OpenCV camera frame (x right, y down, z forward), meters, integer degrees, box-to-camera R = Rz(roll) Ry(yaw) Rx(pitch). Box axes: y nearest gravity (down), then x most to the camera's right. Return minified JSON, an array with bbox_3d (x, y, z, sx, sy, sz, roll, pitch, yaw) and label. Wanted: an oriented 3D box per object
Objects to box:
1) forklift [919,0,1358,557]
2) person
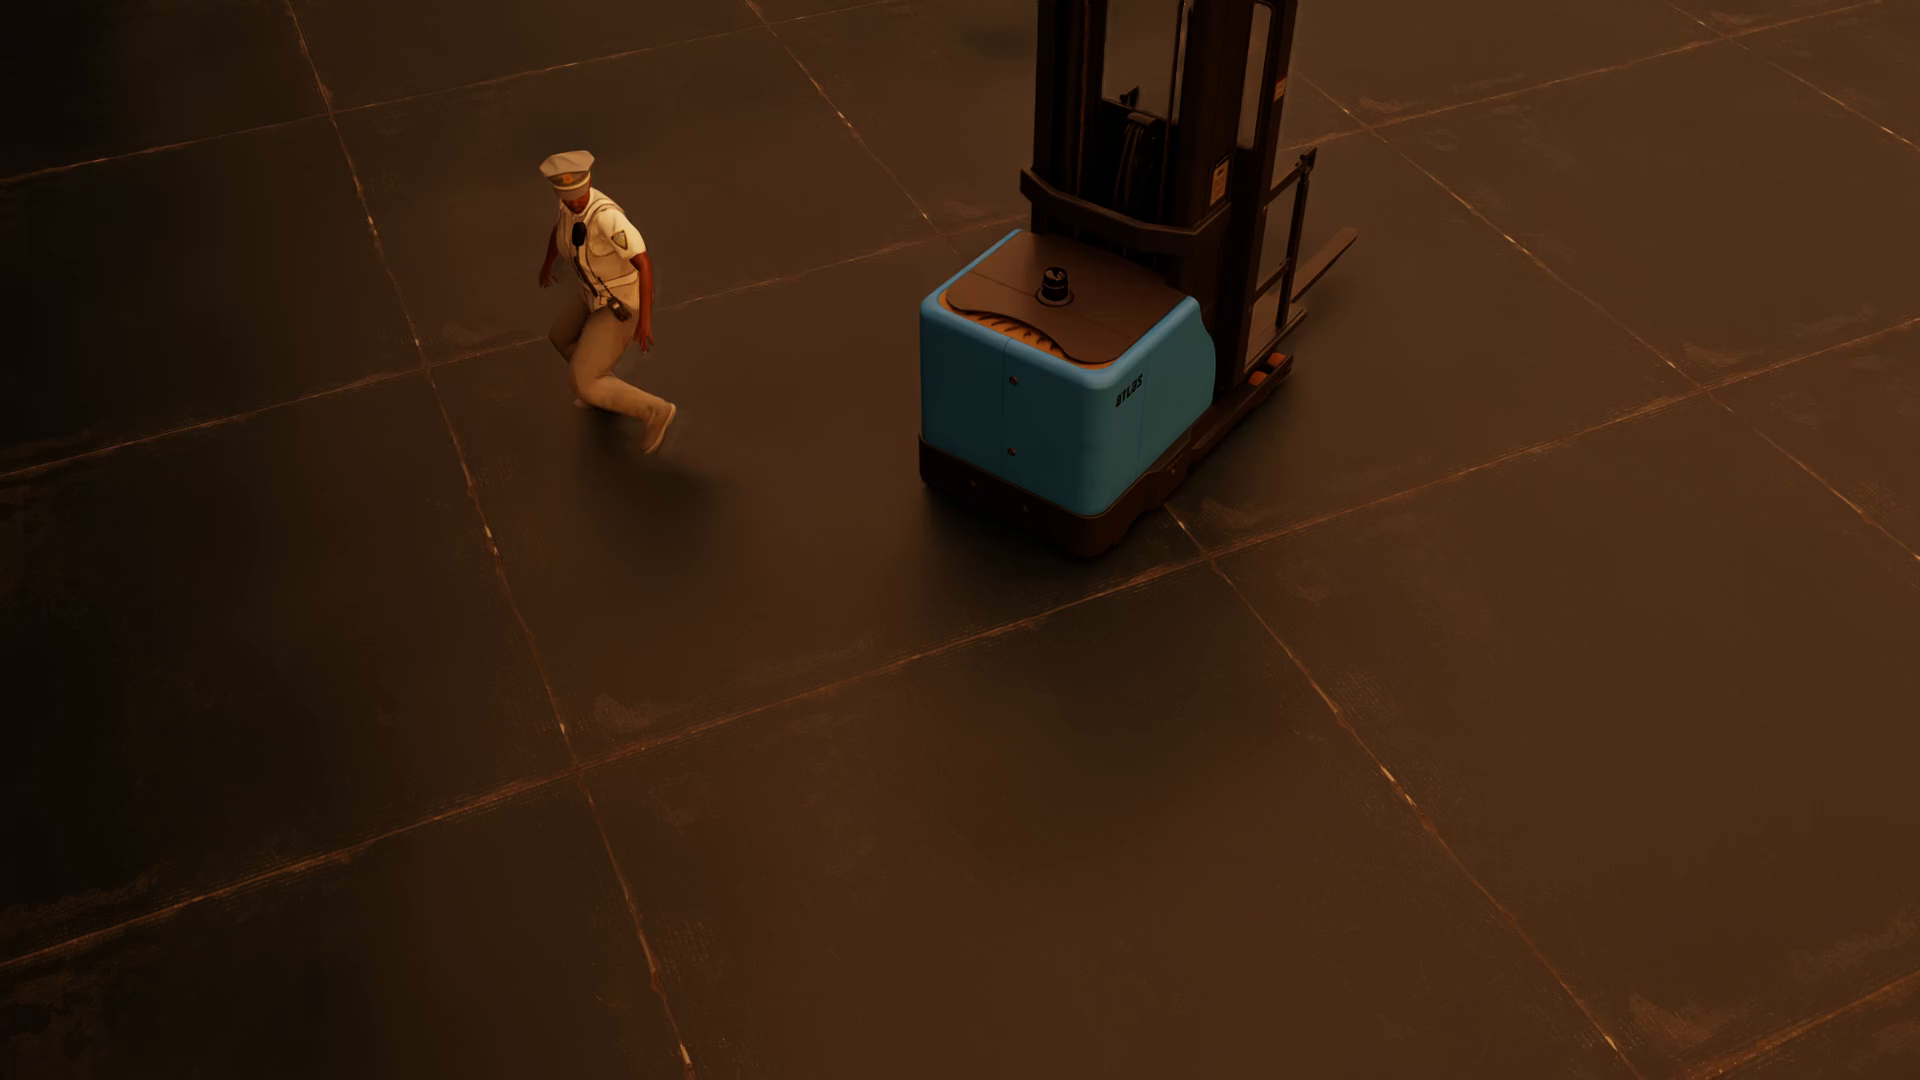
[{"bbox_3d":[1.080,-1.957,7.777,1.130,2.935,3.031,27,49,26],"label":"forklift"},{"bbox_3d":[-1.743,-1.136,7.951,0.494,1.552,0.910,-18,46,-19],"label":"person"}]
